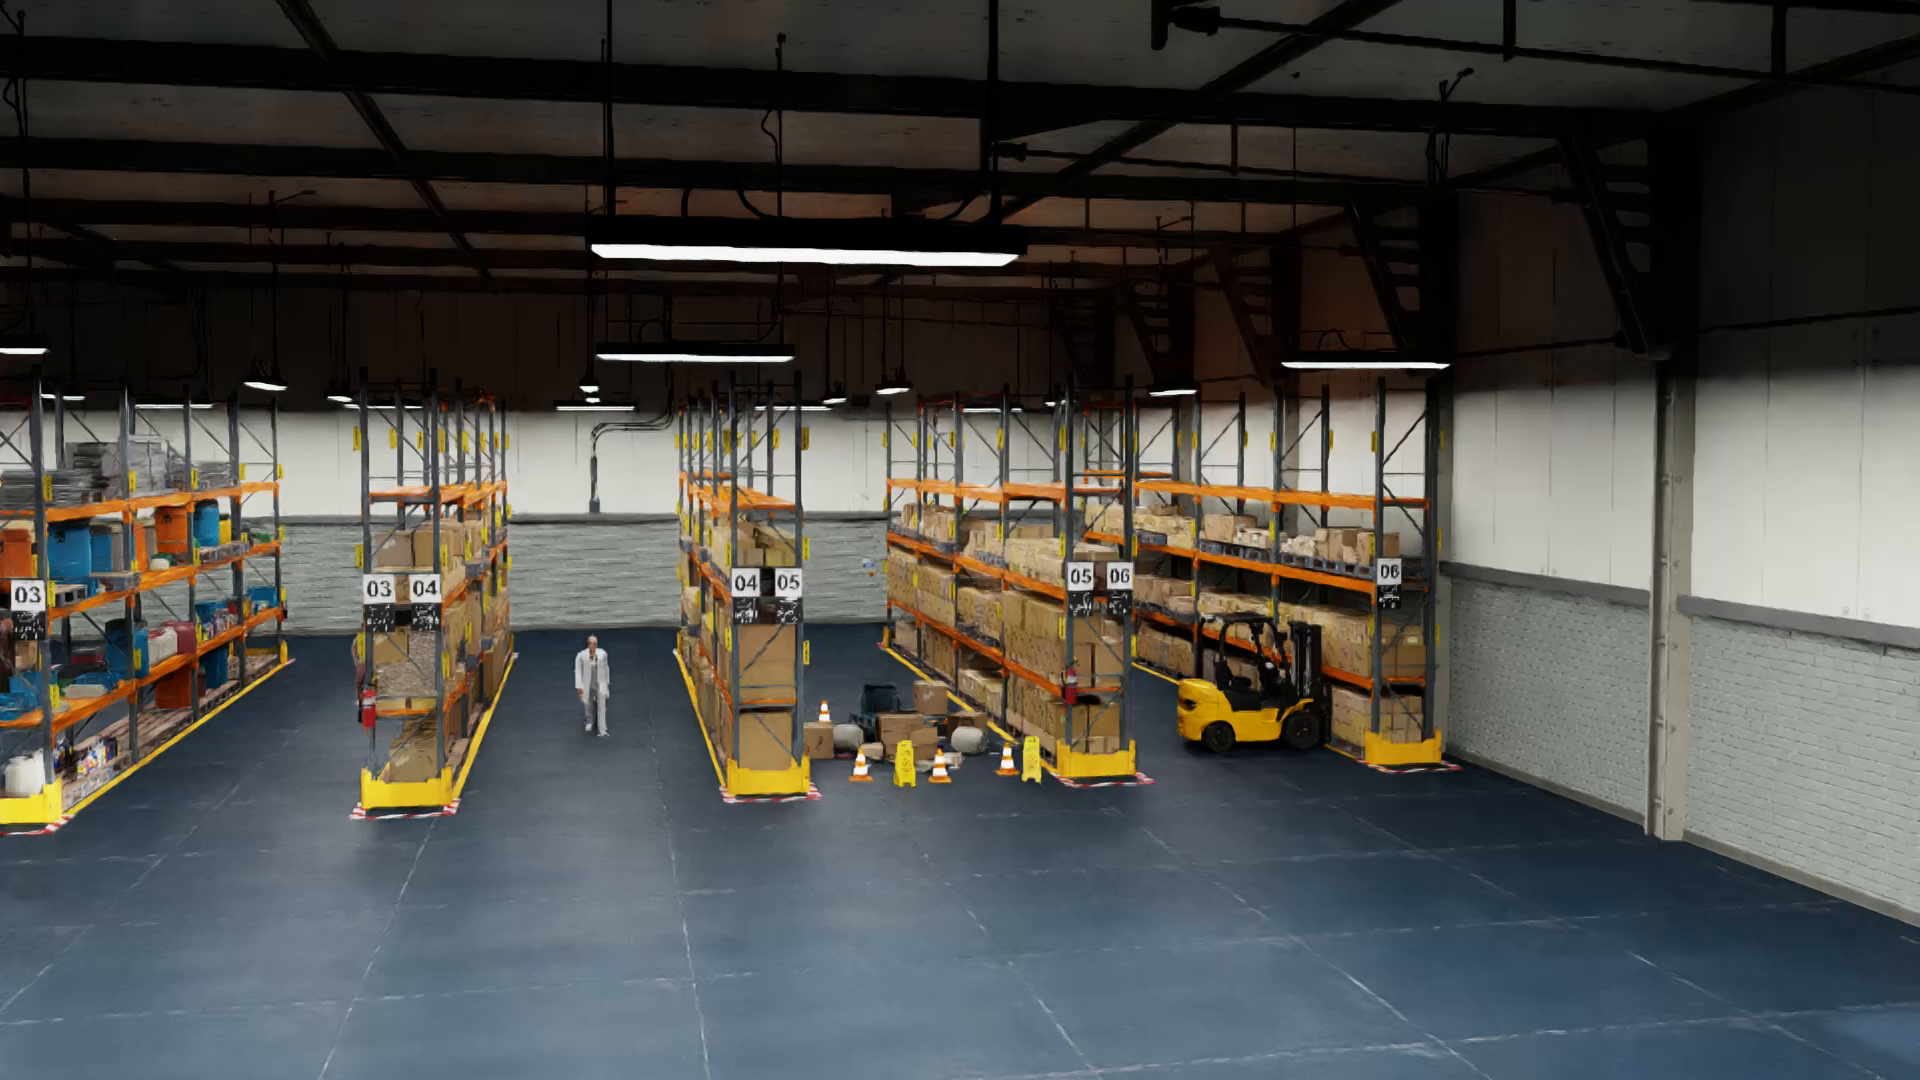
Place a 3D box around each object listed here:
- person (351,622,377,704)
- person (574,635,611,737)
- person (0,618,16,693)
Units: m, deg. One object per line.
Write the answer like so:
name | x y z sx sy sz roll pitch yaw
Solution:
person | -11.233 2.323 31.549 0.598 1.619 0.507 -1 4 -14
person | -6.219 2.452 28.166 0.601 1.694 1.186 -1 4 -14
person | -17.987 2.220 31.412 0.447 1.784 0.678 -2 4 -30
